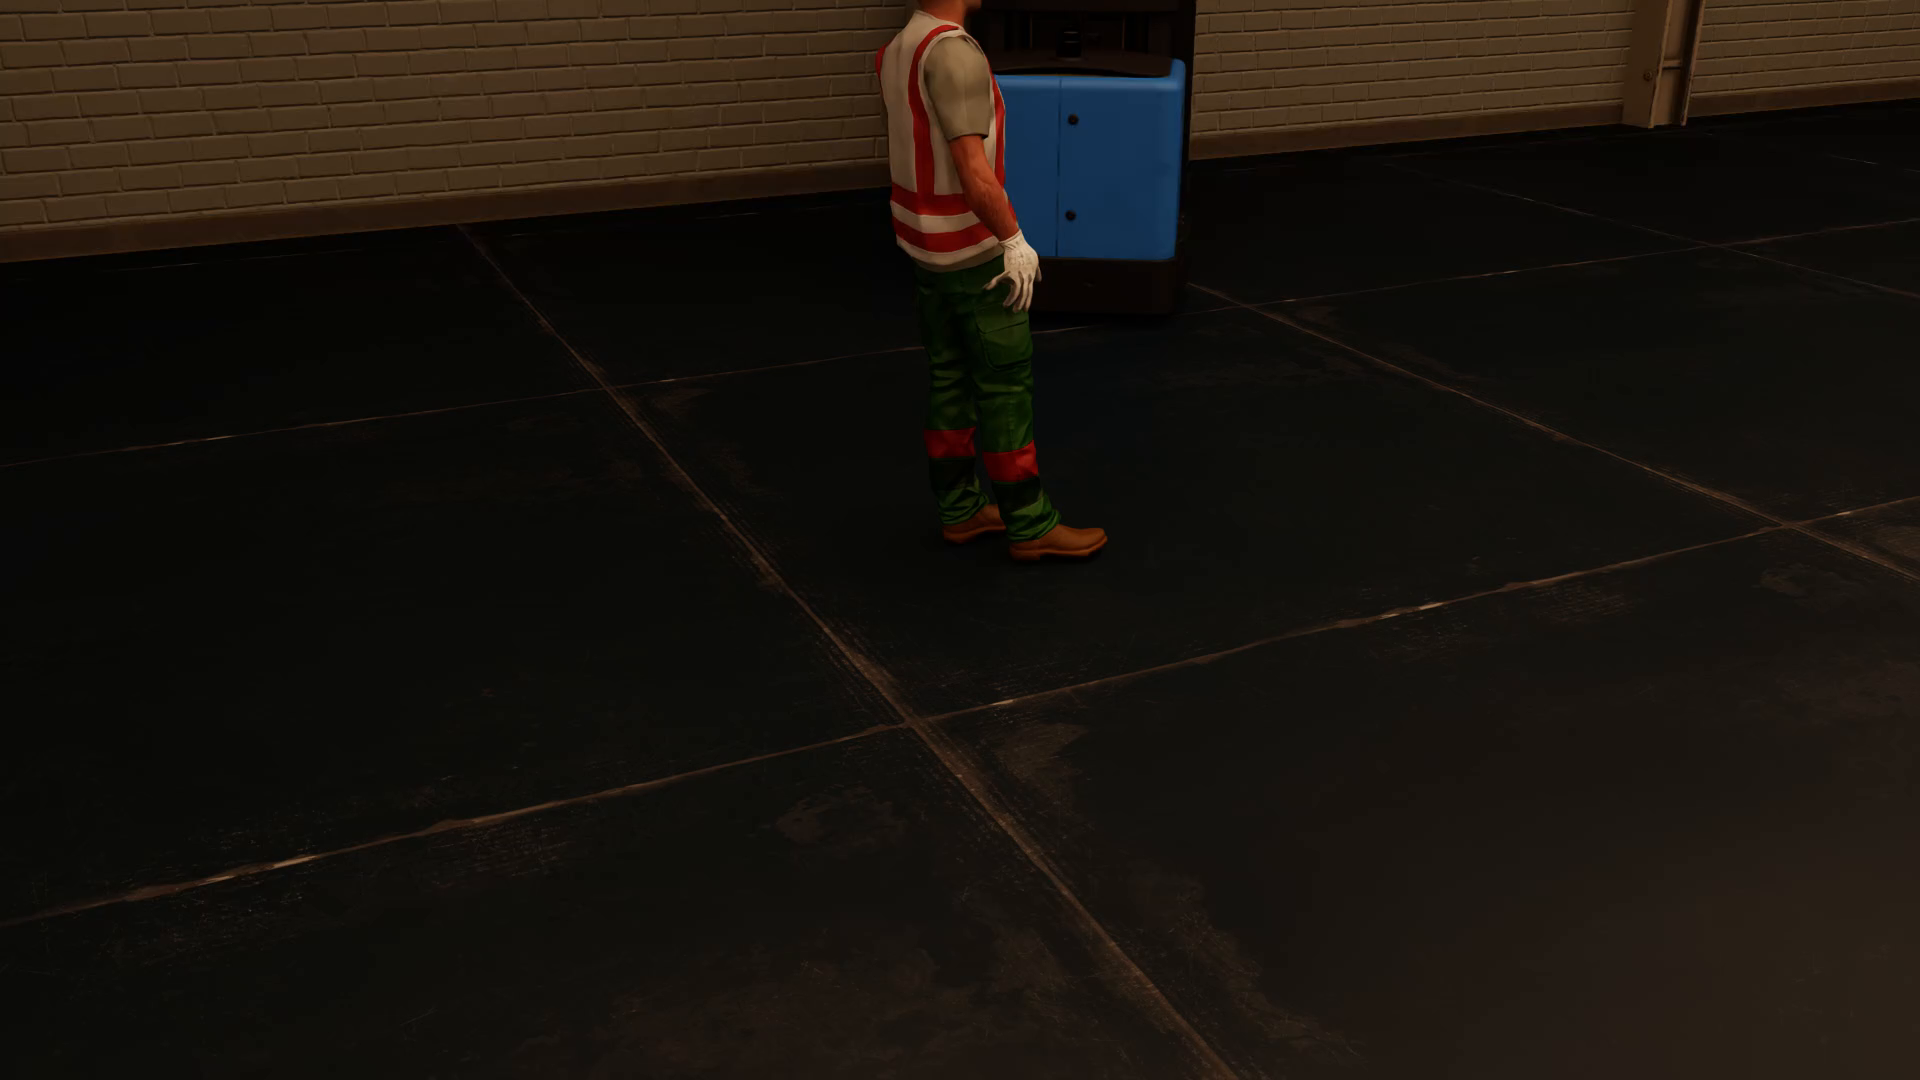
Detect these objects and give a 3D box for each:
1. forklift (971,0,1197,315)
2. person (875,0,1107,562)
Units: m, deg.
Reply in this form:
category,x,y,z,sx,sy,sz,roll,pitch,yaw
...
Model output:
category,x,y,z,sx,sy,sz,roll,pitch,yaw
forklift,0.633,-2.871,8.196,1.130,2.935,3.031,3,23,7
person,0.078,-0.842,4.782,0.562,1.790,0.637,-10,25,-23
